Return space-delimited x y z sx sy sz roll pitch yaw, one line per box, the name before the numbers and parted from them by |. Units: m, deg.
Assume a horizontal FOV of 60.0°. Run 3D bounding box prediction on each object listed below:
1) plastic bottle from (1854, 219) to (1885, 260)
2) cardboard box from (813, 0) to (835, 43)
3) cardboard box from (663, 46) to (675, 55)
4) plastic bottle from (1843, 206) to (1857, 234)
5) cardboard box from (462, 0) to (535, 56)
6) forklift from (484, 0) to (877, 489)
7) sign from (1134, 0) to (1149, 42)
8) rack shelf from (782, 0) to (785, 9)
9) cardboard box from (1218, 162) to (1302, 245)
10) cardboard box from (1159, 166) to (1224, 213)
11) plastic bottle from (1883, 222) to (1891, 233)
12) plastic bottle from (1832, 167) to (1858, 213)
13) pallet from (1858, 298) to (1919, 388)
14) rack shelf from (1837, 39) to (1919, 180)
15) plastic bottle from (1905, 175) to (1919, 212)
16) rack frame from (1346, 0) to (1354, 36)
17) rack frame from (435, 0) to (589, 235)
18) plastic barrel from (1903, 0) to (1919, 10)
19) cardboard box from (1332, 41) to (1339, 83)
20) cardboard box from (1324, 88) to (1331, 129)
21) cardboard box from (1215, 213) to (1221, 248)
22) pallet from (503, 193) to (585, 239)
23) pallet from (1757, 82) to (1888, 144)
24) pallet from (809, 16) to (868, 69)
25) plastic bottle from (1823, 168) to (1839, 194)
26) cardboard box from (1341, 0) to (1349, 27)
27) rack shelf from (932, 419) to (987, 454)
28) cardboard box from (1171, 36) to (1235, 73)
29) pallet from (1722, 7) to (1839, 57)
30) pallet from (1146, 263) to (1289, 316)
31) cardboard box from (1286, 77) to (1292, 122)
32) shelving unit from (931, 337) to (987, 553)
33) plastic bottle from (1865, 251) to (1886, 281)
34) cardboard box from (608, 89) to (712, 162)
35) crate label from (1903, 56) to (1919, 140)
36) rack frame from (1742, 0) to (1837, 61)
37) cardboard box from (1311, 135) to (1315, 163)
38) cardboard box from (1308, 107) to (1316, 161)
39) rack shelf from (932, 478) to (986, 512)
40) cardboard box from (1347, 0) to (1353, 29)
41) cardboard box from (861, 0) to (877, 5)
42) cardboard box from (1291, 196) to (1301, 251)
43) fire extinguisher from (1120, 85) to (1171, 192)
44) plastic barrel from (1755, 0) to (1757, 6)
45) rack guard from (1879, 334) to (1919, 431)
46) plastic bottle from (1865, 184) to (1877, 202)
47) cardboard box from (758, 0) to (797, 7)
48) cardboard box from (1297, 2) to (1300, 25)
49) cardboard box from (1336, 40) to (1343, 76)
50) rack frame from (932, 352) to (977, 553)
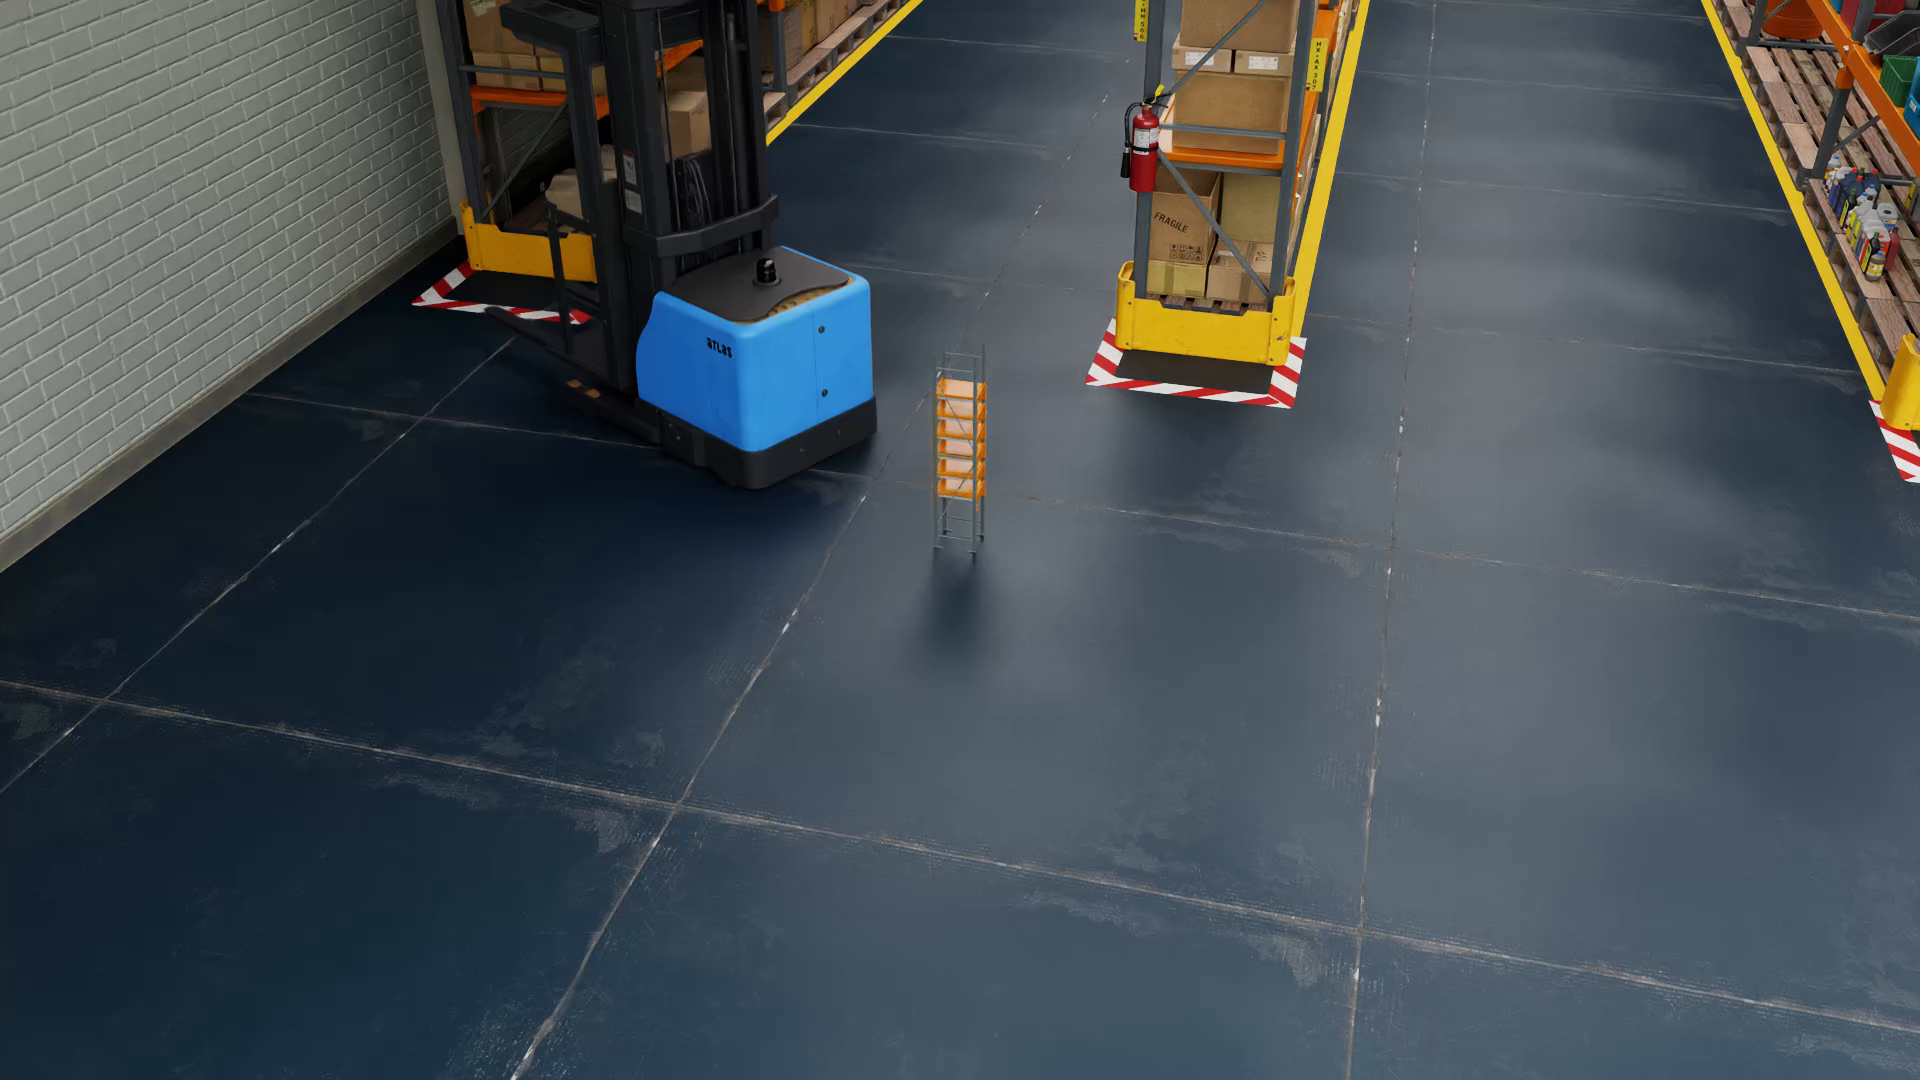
plastic bottle | 6.622 -2.179 12.081 0.152 0.276 0.135 7 33 11
cardboard box | -1.691 -5.405 16.946 0.700 0.500 0.500 8 33 13
cardboard box | -2.444 -3.970 12.890 0.500 0.250 0.500 8 33 12
plastic bottle | 6.721 -2.408 12.509 0.097 0.201 0.097 0 32 0
cardboard box | -3.214 -3.815 11.947 0.500 0.500 0.500 8 33 12
forklift | -1.932 -2.208 10.061 3.031 2.935 1.130 27 41 35
sign | 1.143 -3.277 10.379 0.100 0.325 0.005 8 33 12
rack shelf | -1.606 -6.090 16.774 1.077 0.370 4.000 8 33 12
cardboard box | 2.141 -2.449 11.848 0.500 0.500 0.500 8 33 12
cardboard box | 1.752 -2.781 12.370 0.500 0.500 0.500 8 33 12
plastic bottle | 6.788 -2.241 12.247 0.097 0.201 0.097 0 32 0
plastic bottle | 6.863 -2.712 12.850 0.144 0.351 0.185 9 34 14
pallet | 6.640 -1.221 11.044 1.003 0.211 1.213 8 33 12
rack shelf | 6.962 -2.666 11.387 1.077 0.370 4.000 8 33 12
plastic bottle | 7.445 -2.721 12.863 0.144 0.351 0.185 8 33 12
rack frame | 3.694 -6.759 17.156 1.000 3.000 0.127 8 33 12
rack frame | -3.128 -3.280 11.684 1.000 3.000 0.127 8 33 12
plastic barrel | 7.924 -4.531 13.524 0.433 0.535 0.433 0 32 0
cardboard box | 3.157 -4.376 15.057 0.500 0.311 0.500 8 33 12
cardboard box | 3.021 -3.876 14.792 0.500 0.250 0.500 7 33 11
cardboard box | 1.630 -2.204 12.162 0.500 0.250 0.500 8 33 12
pallet | -2.869 -2.560 13.149 1.003 0.211 1.213 8 33 12
pallet | 7.939 -3.878 15.223 1.003 0.211 1.213 8 33 12
pallet | -1.609 -5.218 17.332 1.003 0.211 1.213 8 33 12
plastic bottle | 6.939 -2.853 13.210 0.097 0.201 0.097 0 32 0
cardboard box | 3.543 -5.175 16.313 0.500 0.311 0.500 8 33 12
rack shelf | -0.004 -0.563 8.946 0.258 0.103 0.180 8 33 12
cardboard box | 1.577 -3.148 10.778 0.380 0.149 0.250 7 33 12
pallet | 8.644 -5.321 17.493 1.003 0.211 1.213 8 33 12
pallet | 1.818 -1.833 12.007 1.003 0.211 1.213 8 33 12
cardboard box | 1.924 -3.163 11.407 0.700 0.500 0.500 9 34 14
shelving unit | -0.004 -0.499 8.986 0.258 1.200 0.189 8 33 12
plastic bottle | 6.497 -1.949 11.788 0.097 0.201 0.097 0 32 0
cardboard box | -2.486 -3.427 13.835 0.700 0.500 0.500 6 33 9
crate label | 6.660 -2.938 11.113 0.502 0.435 0.616 8 33 12
rack frame | 8.485 -6.083 16.092 1.000 3.000 0.127 8 33 12
cardboard box | 2.637 -3.172 13.684 0.500 0.250 0.500 8 33 12
cardboard box | 2.512 -3.228 13.075 0.500 0.500 0.500 8 33 12
rack shelf | -0.004 -0.259 9.139 0.258 0.103 0.180 8 33 12
cardboard box | 3.797 -5.470 17.299 0.500 0.250 0.500 9 33 14
cardboard box | -1.230 -6.182 18.167 0.700 0.500 0.500 8 33 13
cardboard box | 2.266 -2.392 12.458 0.500 0.250 0.500 8 33 12
fire extinguisher | 1.185 -2.577 10.649 0.296 0.674 0.183 8 33 12
plastic barrel | 8.649 -5.771 17.530 0.421 0.512 0.421 0 32 0
rack guard | 6.428 -0.922 10.305 1.175 0.500 0.348 8 33 12
plastic bottle | 6.943 -2.587 12.727 0.097 0.271 0.097 0 32 0
cardboard box | -1.834 -5.416 16.265 0.500 0.250 0.500 7 33 11
cardboard box | 1.937 -3.739 11.103 0.700 0.500 0.500 7 33 11
cardboard box | 3.411 -4.674 16.047 0.500 0.250 0.500 9 33 13
rack frame | -0.027 -0.451 8.911 0.240 1.200 0.006 8 33 12
